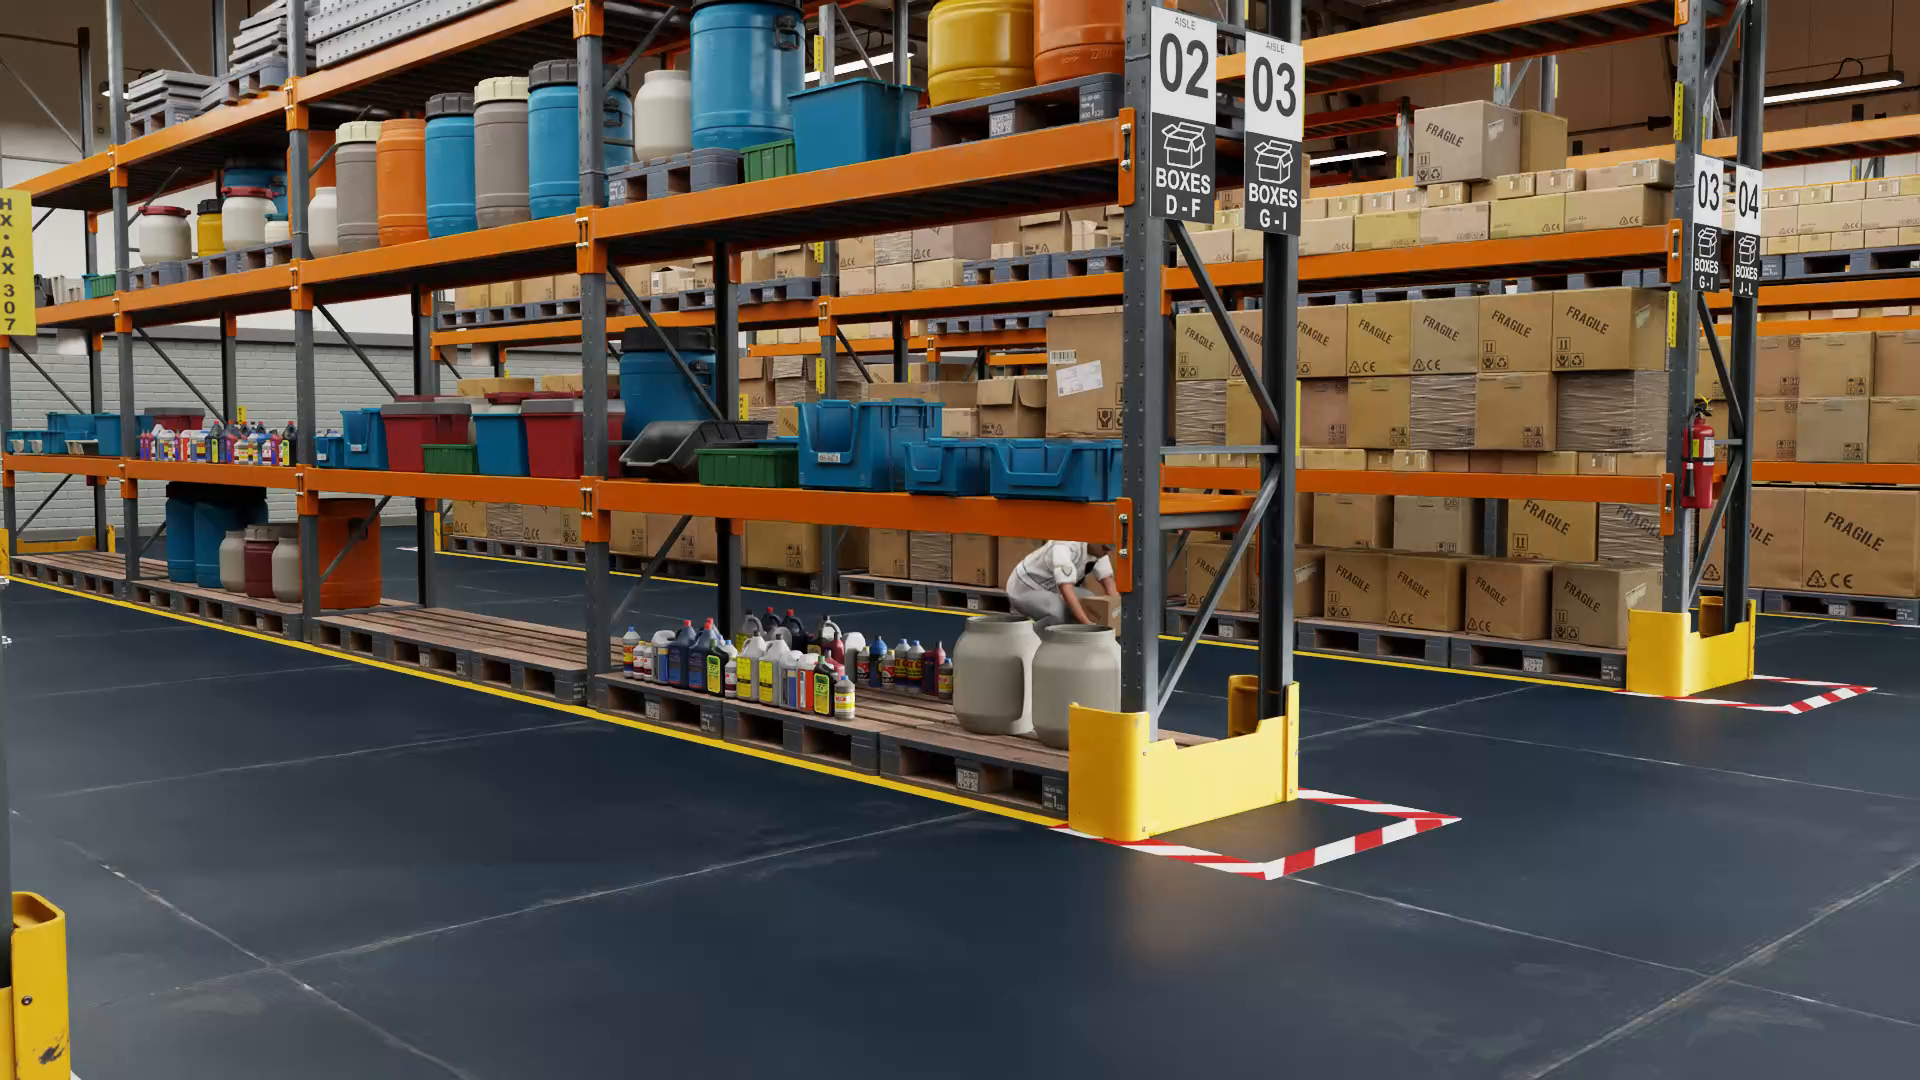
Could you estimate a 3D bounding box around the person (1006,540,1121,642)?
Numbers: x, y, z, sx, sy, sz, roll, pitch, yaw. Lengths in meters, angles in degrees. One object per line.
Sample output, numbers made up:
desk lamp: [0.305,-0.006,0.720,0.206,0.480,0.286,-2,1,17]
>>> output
person: [0.754,0.324,11.530,0.564,1.007,0.911,-4,5,-44]
